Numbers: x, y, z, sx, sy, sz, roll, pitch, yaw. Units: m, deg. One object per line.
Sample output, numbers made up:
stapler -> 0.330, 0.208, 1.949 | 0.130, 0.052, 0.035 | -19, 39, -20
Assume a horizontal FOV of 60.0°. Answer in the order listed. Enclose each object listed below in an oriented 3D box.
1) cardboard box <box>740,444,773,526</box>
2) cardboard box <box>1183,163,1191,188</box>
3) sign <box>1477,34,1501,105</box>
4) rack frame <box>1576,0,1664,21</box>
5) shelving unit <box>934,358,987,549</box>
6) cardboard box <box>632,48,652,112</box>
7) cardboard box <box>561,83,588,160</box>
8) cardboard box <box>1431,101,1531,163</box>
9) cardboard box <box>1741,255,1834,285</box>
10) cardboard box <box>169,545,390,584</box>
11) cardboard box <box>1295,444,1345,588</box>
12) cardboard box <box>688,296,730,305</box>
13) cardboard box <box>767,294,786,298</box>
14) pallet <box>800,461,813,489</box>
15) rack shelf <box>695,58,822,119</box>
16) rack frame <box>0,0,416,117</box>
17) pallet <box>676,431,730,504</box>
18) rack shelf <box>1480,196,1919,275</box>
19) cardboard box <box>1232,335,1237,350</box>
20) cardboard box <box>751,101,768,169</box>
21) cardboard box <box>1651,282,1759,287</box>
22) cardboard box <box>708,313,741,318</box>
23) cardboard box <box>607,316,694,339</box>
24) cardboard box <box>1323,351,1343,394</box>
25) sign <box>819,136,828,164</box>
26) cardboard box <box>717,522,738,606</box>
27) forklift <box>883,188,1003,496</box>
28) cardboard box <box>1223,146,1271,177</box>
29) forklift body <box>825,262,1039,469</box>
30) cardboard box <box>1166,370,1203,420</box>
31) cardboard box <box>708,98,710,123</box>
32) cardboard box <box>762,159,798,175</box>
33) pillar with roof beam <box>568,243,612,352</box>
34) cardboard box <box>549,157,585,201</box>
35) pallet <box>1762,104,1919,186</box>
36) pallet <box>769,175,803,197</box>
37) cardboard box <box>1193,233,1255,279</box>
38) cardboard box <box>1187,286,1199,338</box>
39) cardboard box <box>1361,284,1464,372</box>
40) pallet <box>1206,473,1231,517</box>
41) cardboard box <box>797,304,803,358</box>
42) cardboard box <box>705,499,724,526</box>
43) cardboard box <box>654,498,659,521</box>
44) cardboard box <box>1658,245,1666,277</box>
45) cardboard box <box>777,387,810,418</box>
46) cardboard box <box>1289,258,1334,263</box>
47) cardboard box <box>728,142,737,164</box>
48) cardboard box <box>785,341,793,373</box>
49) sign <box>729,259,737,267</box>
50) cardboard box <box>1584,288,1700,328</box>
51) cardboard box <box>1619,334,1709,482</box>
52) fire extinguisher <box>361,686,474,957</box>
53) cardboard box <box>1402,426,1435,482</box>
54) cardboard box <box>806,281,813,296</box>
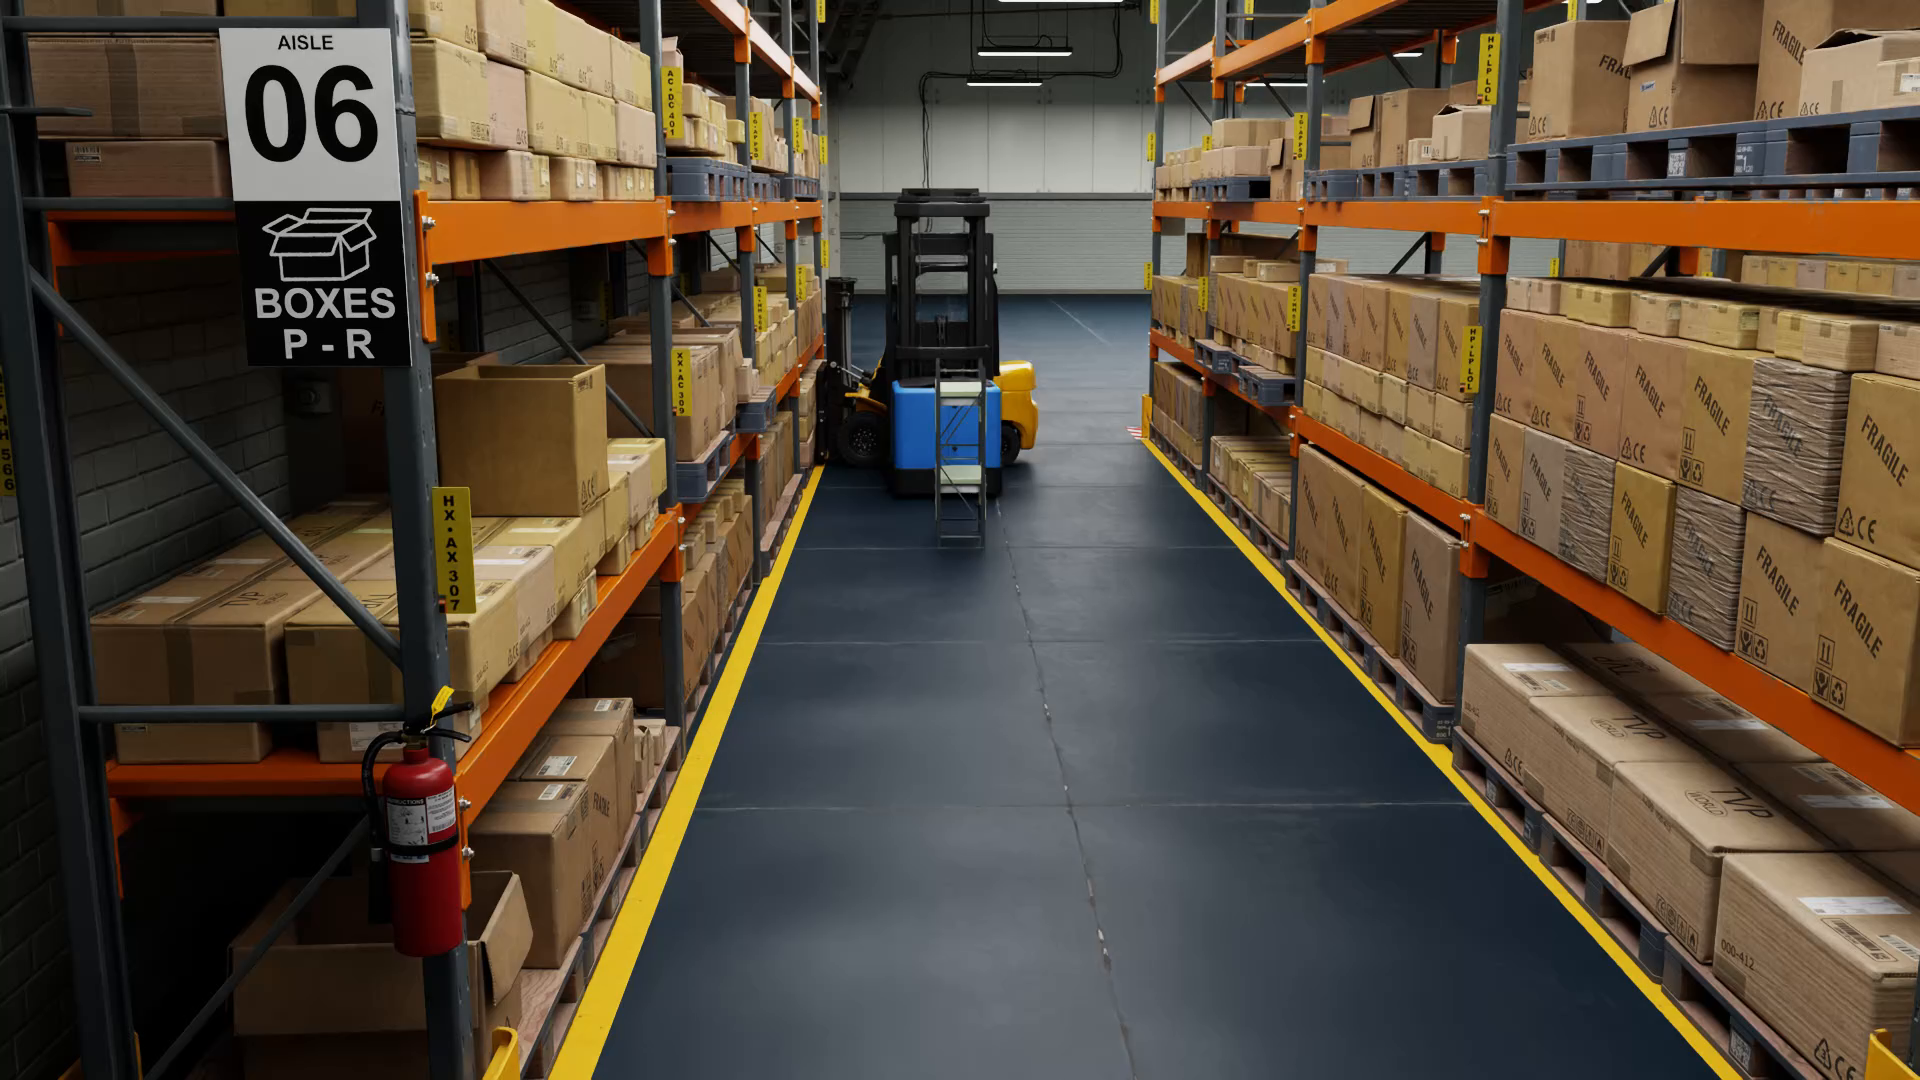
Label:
cardboard box -> -2.010, -0.432, 13.560 | 0.875, 0.625, 0.625 | 0, 11, 1
cardboard box -> 2.605, -3.783, 17.247 | 0.500, 0.250, 0.500 | 0, 11, -2
sign -> 2.514, -2.235, 7.898 | 0.100, 0.325, 0.005 | 0, 11, -1
rack frame -> 7.755, -5.728, 19.660 | 1.000, 3.000, 0.127 | 0, 11, -1
shelving unit -> 0.000, -0.736, 13.917 | 0.431, 1.500, 0.755 | 0, 11, -1
cardboard box -> -1.655, -2.029, 7.343 | 0.500, 0.250, 0.500 | 0, 11, -1
cardboard box -> -1.623, -1.483, 5.909 | 0.500, 0.250, 0.500 | 0, 11, -2
cardboard box -> 2.828, -2.168, 8.827 | 0.500, 0.311, 0.500 | 0, 11, -1
cardboard box -> 7.854, -2.433, 15.741 | 0.700, 0.500, 0.500 | 0, 11, -2
cardboard box -> -2.108, 0.189, 5.211 | 0.500, 0.250, 0.500 | 0, 11, -1
cardboard box -> 2.905, -0.184, 11.709 | 0.875, 0.875, 0.875 | 0, 11, -2
cardboard box -> -2.326, -2.174, 15.346 | 0.380, 0.149, 0.250 | -1, 11, -3
cardboard box -> -1.843, -2.231, 15.629 | 0.380, 0.149, 0.250 | 0, 11, 1
pallet -> -2.046, -0.723, 17.091 | 1.003, 0.211, 1.213 | 0, 11, -1
rack shelf -> -2.113, -4.720, 17.508 | 1.077, 0.370, 4.000 | 0, 11, -1
rack frame -> -1.824, -2.486, 3.679 | 1.000, 3.000, 0.127 | 0, 11, -1
pallet -> -1.814, -0.406, 8.999 | 1.003, 0.211, 1.213 | 0, 11, -1
rack shelf -> 3.098, -1.082, 6.113 | 1.077, 0.370, 4.000 | 0, 11, -1
cardboard box -> 2.629, -1.767, 14.799 | 0.380, 0.149, 0.250 | 0, 11, 0
cardboard box -> -1.871, -3.155, 12.961 | 0.700, 0.500, 0.500 | 0, 11, -2
cardboard box -> 3.273, -1.057, 7.325 | 0.380, 0.149, 0.250 | 0, 11, -1
cardboard box -> -1.739, -1.671, 12.871 | 0.380, 0.149, 0.250 | 0, 11, 0
cardboard box -> -2.135, -1.288, 11.555 | 0.500, 0.500, 0.500 | 0, 11, 2
cardboard box -> 2.747, -1.124, 11.176 | 0.500, 0.250, 0.500 | 0, 11, 0
sign -> -1.611, -4.591, 19.572 | 0.100, 0.325, 0.005 | 0, 11, -1
cardboard box -> -1.752, 0.170, 10.908 | 0.500, 0.500, 0.500 | 0, 11, 1
forklift -> -0.227, -2.112, 17.098 | 1.130, 2.935, 3.031 | -1, 12, -4
cardboard box -> 2.546, -3.236, 14.242 | 0.500, 0.250, 0.500 | 0, 11, -2
forklift body -> -0.291, -1.941, 18.216 | 2.313, 2.155, 1.214 | 0, 11, -1
cardboard box -> 2.567, -1.603, 18.391 | 0.500, 0.500, 0.500 | 0, 11, 0
cardboard box -> -1.545, -2.304, 8.903 | 0.380, 0.149, 0.250 | 0, 11, -2
cardboard box -> -1.777, -3.623, 16.154 | 0.380, 0.149, 0.250 | 0, 11, 0
pillar with roof beam -> 1.387, -4.349, 12.864 | 9.100, 9.000, 0.400 | 0, 11, -1
cardboard box -> -1.532, -1.262, 5.823 | 0.380, 0.149, 0.250 | 0, 11, -1
pallet -> 3.113, -1.141, 4.817 | 1.003, 0.211, 1.213 | 0, 11, -1
pallet -> -2.115, -3.527, 16.579 | 1.003, 0.211, 1.213 | 0, 11, -1
cardboard box -> 3.040, -3.231, 18.926 | 0.700, 0.500, 0.500 | 0, 11, -1
cardboard box -> 2.616, -2.337, 17.033 | 0.500, 0.500, 0.500 | 0, 11, 1
cardboard box -> 2.761, -1.295, 10.133 | 0.500, 0.500, 0.500 | 0, 11, 0
pallet -> 2.909, -0.431, 15.652 | 1.003, 0.211, 1.213 | 0, 11, -1
cardboard box -> -1.820, -2.069, 16.464 | 0.500, 0.500, 0.500 | -1, 11, -3
cardboard box -> -1.767, -0.178, 10.992 | 0.380, 0.149, 0.250 | 0, 11, 1
cardboard box -> -1.647, -0.155, 7.912 | 0.380, 0.149, 0.250 | 0, 11, 0
cardboard box -> 7.737, -2.778, 17.113 | 0.875, 0.550, 0.550 | 0, 11, -1
cardboard box -> -1.768, -1.377, 16.646 | 0.500, 0.250, 0.500 | 0, 11, -2
cardboard box -> 3.154, -2.443, 14.869 | 0.380, 0.149, 0.250 | -1, 11, -3
cardboard box -> -1.741, -2.658, 11.449 | 0.380, 0.149, 0.250 | 0, 11, 0
cardboard box -> -1.784, -1.659, 15.067 | 0.500, 0.250, 0.500 | 0, 11, -1
sign -> -2.709, -3.188, 19.853 | 0.100, 0.325, 0.005 | 0, 11, -1
cardboard box -> 2.792, -0.951, 6.805 | 0.380, 0.149, 0.250 | -1, 11, -3
cardboard box -> 2.835, -0.503, 6.227 | 0.500, 0.500, 0.500 | 0, 11, -2
fire extinguisher -> -1.358, 0.702, 4.185 | 0.296, 0.674, 0.183 | 0, 11, -1
cardboard box -> 2.786, -0.478, 9.247 | 0.500, 0.250, 0.500 | 0, 11, -2
cardboard box -> -1.816, -2.770, 18.288 | 0.380, 0.149, 0.250 | 0, 11, -1
